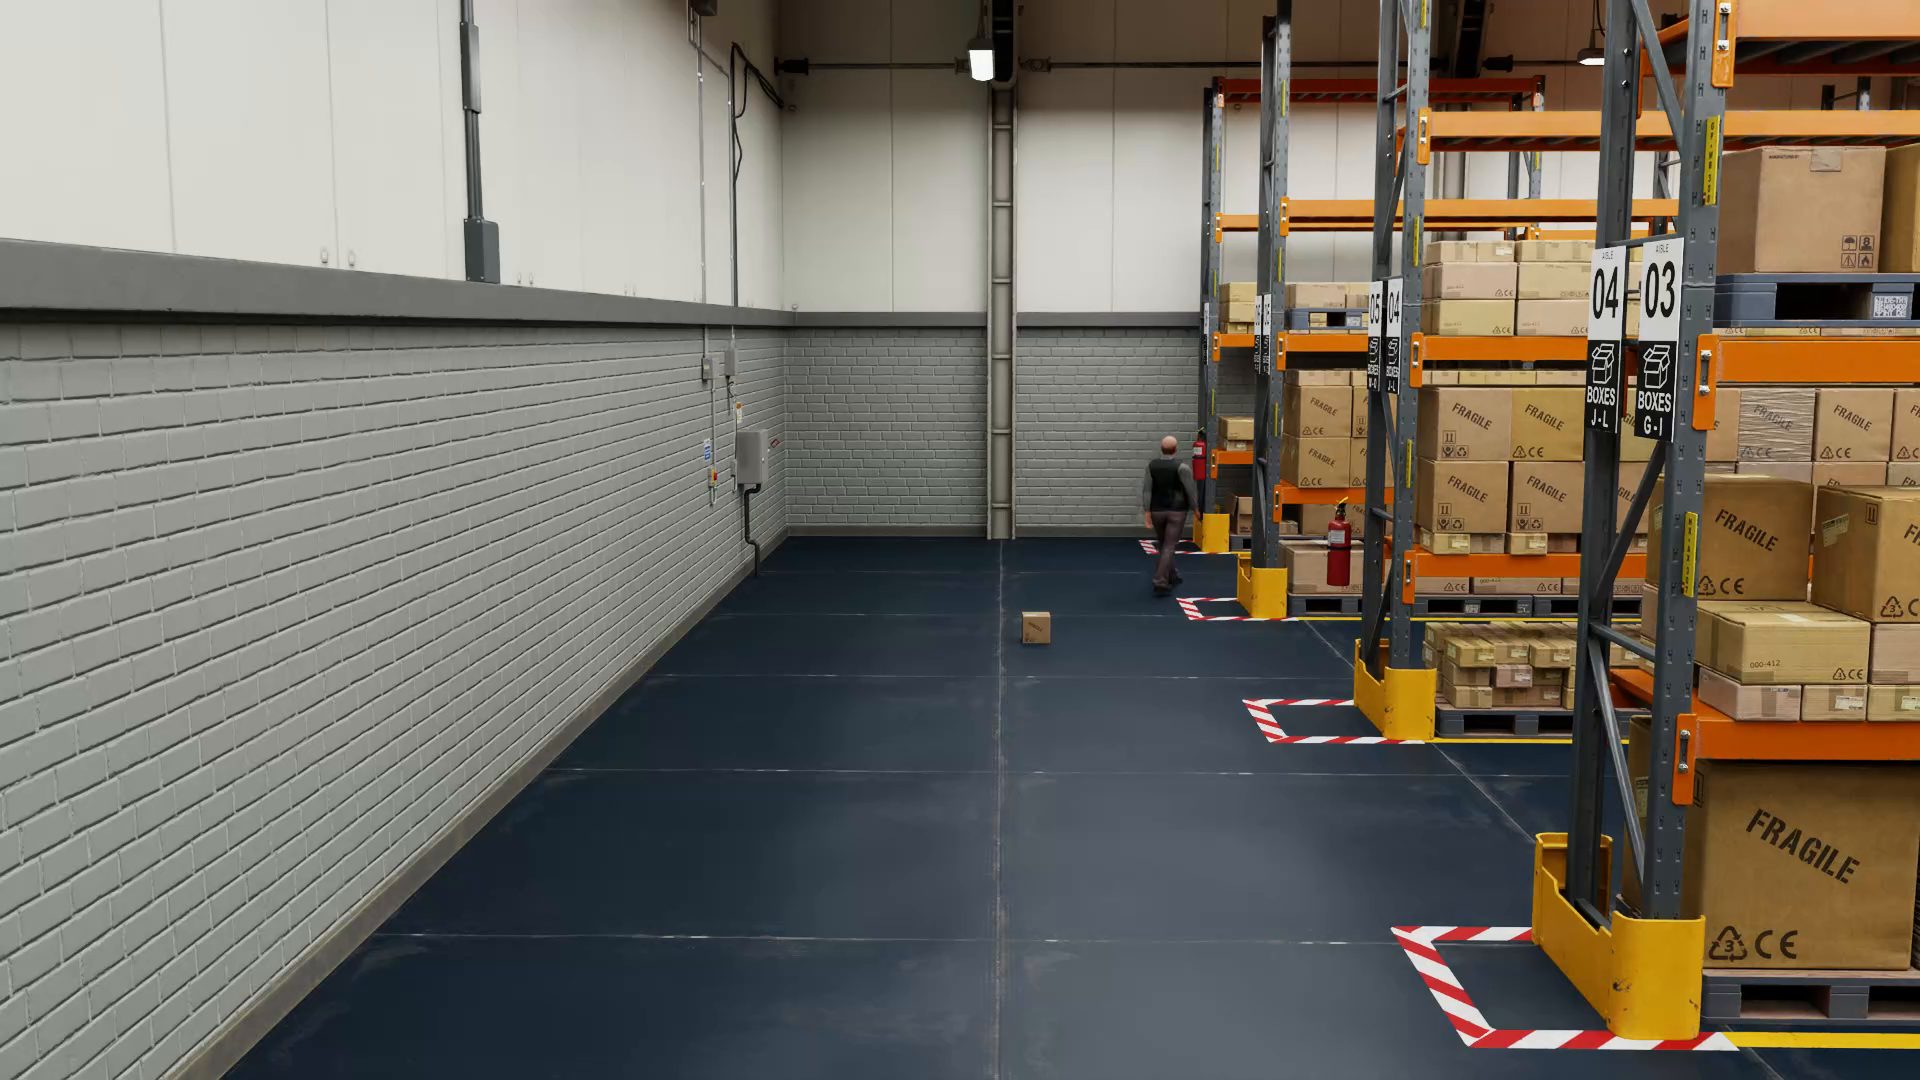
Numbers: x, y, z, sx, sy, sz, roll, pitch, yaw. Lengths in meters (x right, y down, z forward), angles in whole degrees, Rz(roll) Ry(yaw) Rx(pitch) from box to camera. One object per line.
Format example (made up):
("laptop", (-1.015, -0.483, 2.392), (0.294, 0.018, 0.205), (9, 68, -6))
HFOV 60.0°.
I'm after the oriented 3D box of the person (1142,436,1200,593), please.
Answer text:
("person", (2.328, -0.302, 18.145), (0.553, 1.671, 0.968), (5, 9, 33))
